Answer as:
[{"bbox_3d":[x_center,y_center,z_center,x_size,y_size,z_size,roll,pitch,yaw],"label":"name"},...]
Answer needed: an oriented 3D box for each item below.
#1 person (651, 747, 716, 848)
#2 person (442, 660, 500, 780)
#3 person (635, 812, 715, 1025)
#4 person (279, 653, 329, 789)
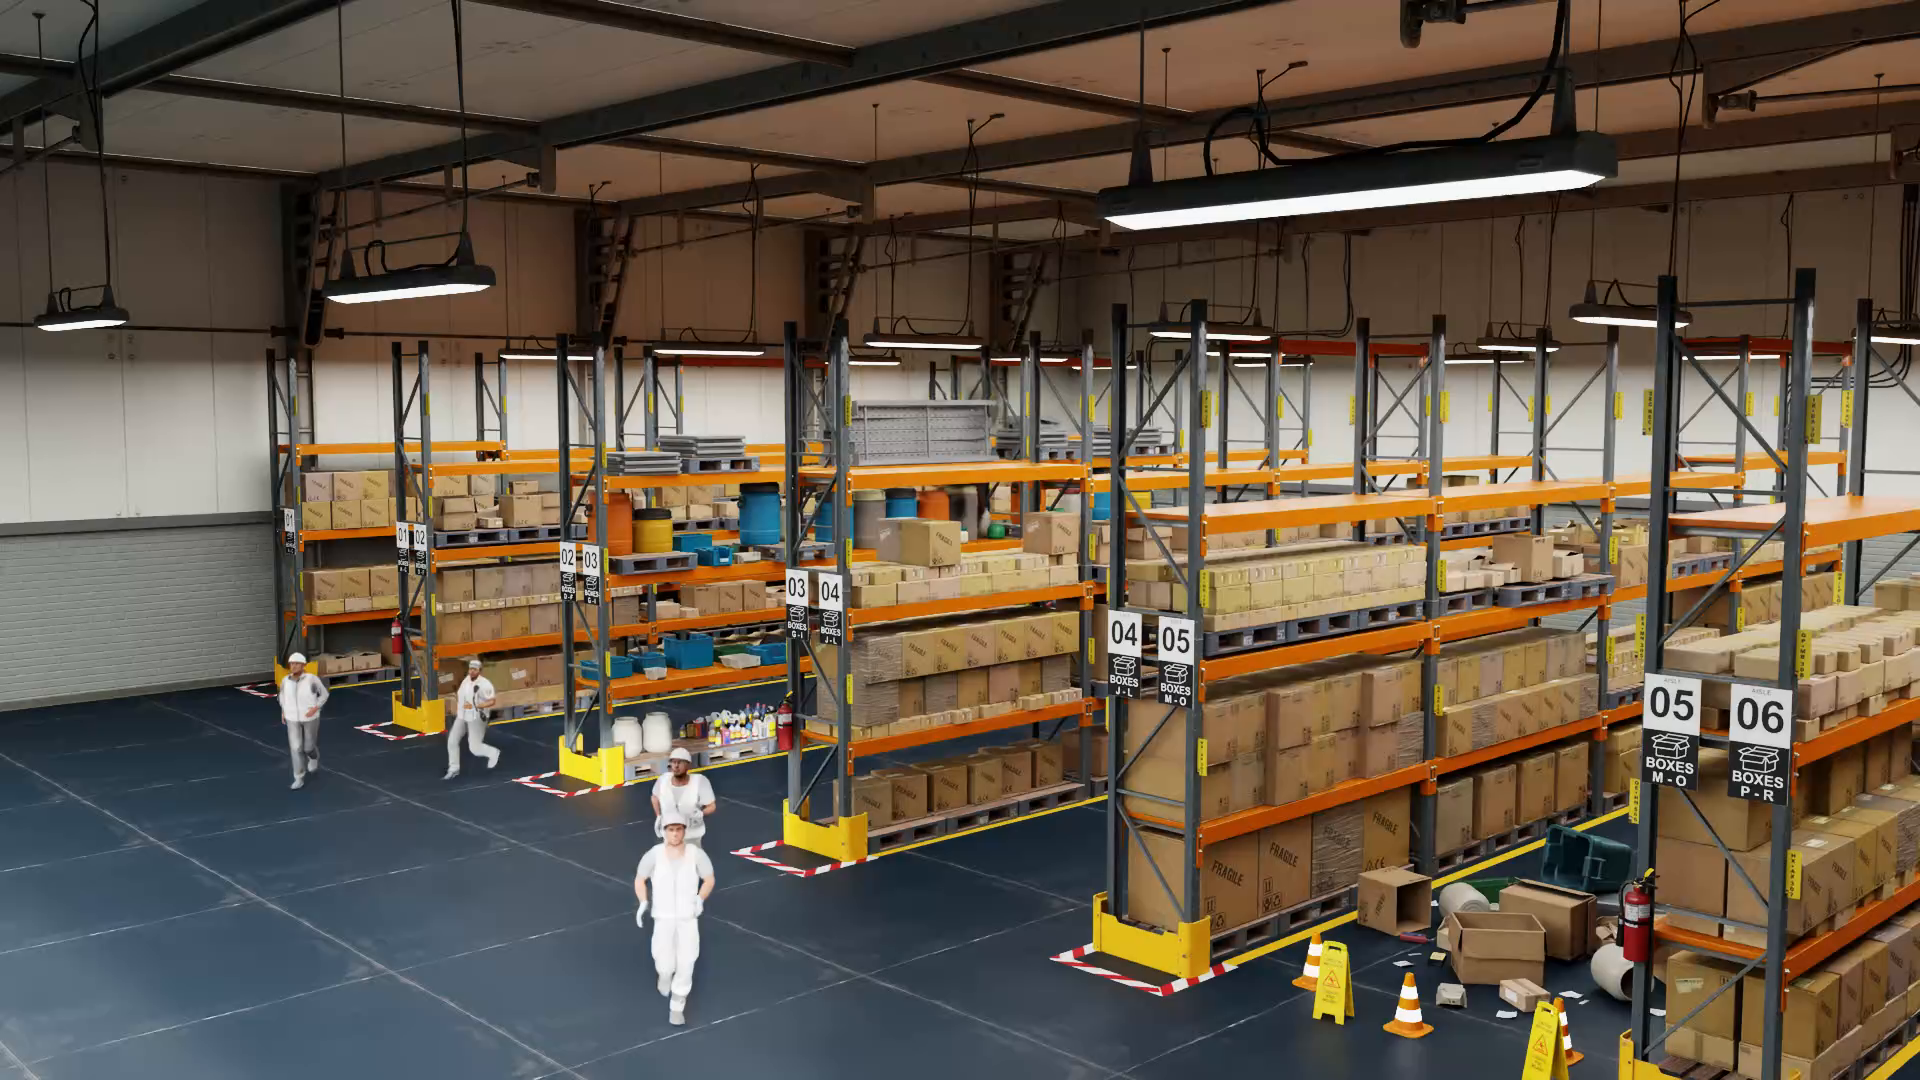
[{"bbox_3d":[-2.687,2.898,16.102,0.650,1.792,0.692,0,5,-3],"label":"person"},{"bbox_3d":[-6.589,2.431,22.609,0.637,1.631,0.771,2,5,24],"label":"person"},{"bbox_3d":[-2.354,3.109,13.782,0.658,1.738,0.572,-1,5,-12],"label":"person"},{"bbox_3d":[-8.717,2.363,22.095,0.661,1.766,0.854,-1,5,-7],"label":"person"}]
